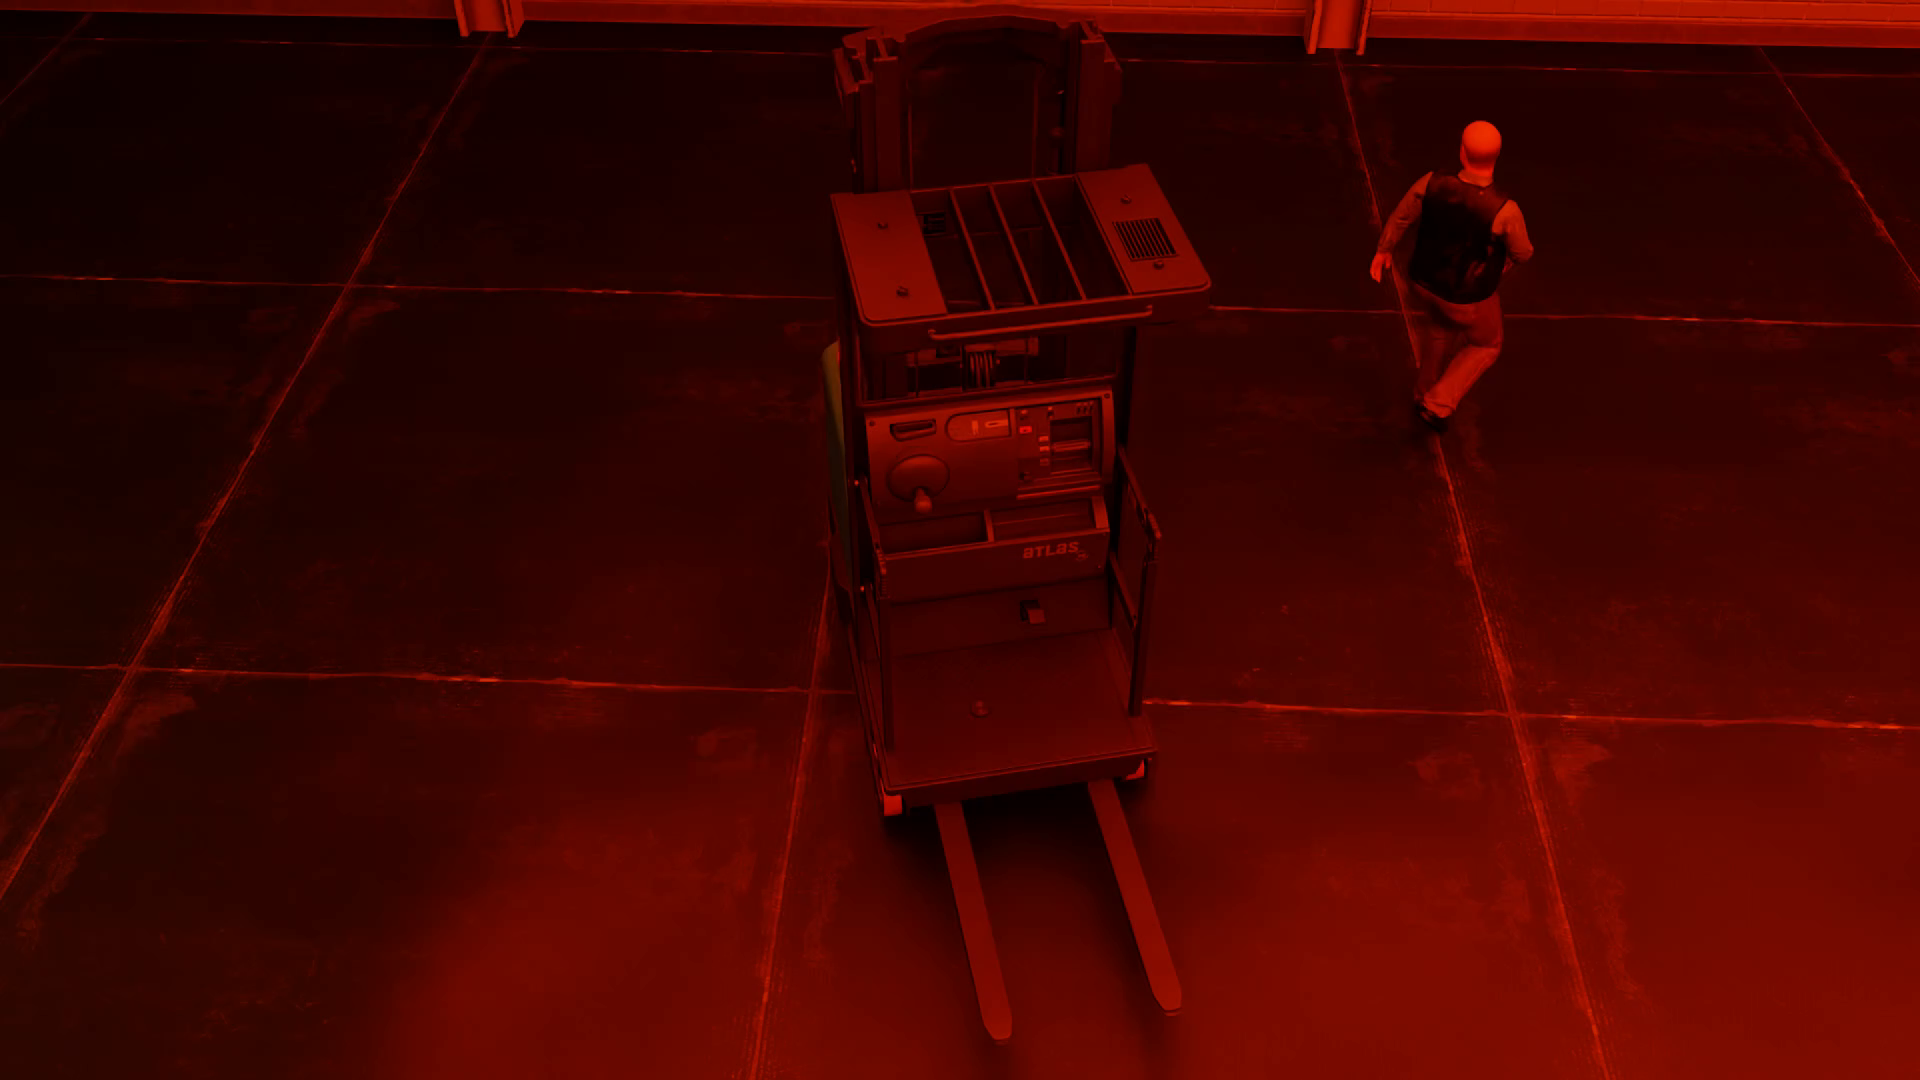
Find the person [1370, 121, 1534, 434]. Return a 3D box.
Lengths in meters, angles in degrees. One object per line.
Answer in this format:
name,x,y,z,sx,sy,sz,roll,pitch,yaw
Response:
person,2.401,-1.284,8.090,0.555,1.673,0.705,-28,49,-27

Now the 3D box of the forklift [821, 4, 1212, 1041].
forklift,0.159,-0.245,6.011,1.130,2.935,3.031,-7,43,-8
